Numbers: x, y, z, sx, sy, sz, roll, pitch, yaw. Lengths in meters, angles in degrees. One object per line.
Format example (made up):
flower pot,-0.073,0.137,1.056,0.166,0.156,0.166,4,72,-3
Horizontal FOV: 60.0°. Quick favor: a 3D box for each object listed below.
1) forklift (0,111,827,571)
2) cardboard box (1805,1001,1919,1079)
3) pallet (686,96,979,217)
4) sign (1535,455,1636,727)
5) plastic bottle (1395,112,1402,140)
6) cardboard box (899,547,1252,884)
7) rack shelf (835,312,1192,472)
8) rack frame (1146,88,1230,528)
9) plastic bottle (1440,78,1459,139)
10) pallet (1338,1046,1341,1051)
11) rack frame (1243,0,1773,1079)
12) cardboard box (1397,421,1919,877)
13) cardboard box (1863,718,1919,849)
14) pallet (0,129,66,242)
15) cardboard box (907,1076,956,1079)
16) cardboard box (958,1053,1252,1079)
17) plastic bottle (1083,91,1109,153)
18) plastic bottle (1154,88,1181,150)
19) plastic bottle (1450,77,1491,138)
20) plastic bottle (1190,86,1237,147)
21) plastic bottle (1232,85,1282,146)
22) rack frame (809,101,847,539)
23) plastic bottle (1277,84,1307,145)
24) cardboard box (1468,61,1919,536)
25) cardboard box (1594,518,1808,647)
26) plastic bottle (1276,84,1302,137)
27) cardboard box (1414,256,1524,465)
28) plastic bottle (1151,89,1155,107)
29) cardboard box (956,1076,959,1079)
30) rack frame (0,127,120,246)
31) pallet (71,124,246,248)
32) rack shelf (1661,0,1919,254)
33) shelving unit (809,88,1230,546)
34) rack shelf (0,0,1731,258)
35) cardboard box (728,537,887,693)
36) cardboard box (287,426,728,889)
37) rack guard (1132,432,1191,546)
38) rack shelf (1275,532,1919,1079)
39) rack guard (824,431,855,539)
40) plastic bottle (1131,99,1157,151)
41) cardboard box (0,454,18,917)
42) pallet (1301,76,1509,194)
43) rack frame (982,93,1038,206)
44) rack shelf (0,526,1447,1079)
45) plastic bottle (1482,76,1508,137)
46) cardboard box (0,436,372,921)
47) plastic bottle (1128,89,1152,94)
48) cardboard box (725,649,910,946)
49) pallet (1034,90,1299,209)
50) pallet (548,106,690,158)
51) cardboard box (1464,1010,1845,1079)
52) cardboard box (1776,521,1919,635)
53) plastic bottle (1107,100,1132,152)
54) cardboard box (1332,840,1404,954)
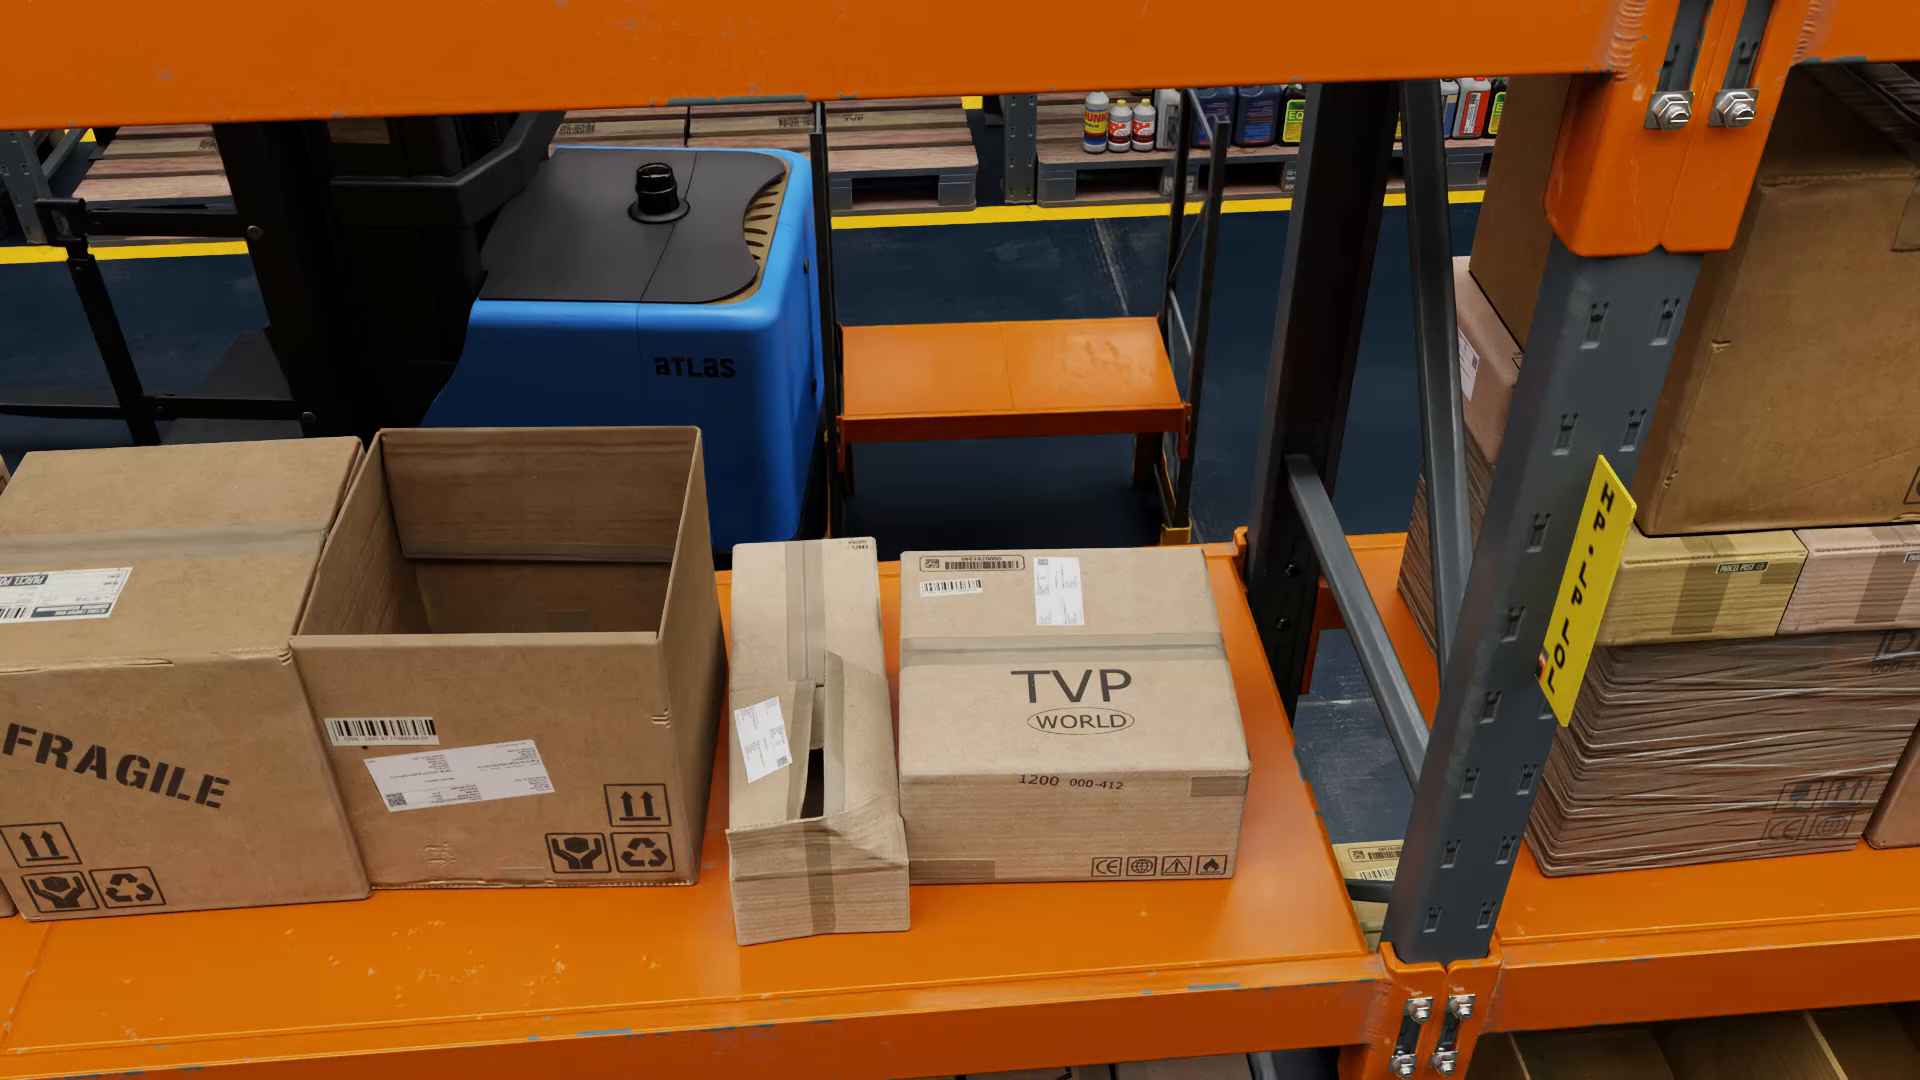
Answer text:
forklift,-1.952,-1.228,4.440,3.031,2.935,1.130,1,38,2
cardboard box,1.631,0.906,2.955,0.500,0.500,0.500,-3,38,-4
pallet,-0.570,-1.744,7.290,1.213,0.211,1.003,-3,38,-4
sign,0.702,0.062,1.879,0.005,0.325,0.100,-3,38,-4
plastic bottle,1.847,-1.870,6.982,0.185,0.351,0.144,-2,38,-2
cardboard box,0.158,0.264,2.615,0.500,0.250,0.500,-1,38,-1
rack shelf,0.136,-0.444,4.893,1.000,0.185,0.538,-2,38,-3
rack frame,0.644,-0.605,4.806,0.032,1.500,0.500,-2,38,-3
plastic bottle,2.011,-1.853,7.020,0.135,0.276,0.152,-4,38,-5
pallet,1.440,1.228,3.523,1.213,0.211,1.003,-3,38,-4
rack frame,0.644,0.151,2.637,0.127,3.000,1.000,-3,38,-4
cardboard box,1.086,0.083,2.642,0.500,0.500,0.700,-4,38,-5
cardboard box,1.610,0.050,2.684,0.500,0.500,0.700,-4,38,-4
pallet,-4.557,-1.522,7.009,1.213,0.211,1.003,-3,38,-4
cardboard box,-0.252,1.077,2.892,0.500,0.311,0.500,-2,38,-3
cardboard box,0.266,1.044,2.933,0.500,0.311,0.500,-3,38,-4
plastic bottle,0.565,-1.754,6.899,0.097,0.271,0.097,0,38,0
plastic bottle,0.885,-1.791,6.942,0.135,0.276,0.152,-2,38,-2
plastic bottle,2.149,-1.860,7.030,0.135,0.276,0.152,-3,38,-4
plastic bottle,1.050,-1.827,6.927,0.185,0.351,0.144,-2,38,-3
plastic bottle,1.238,-1.837,6.940,0.185,0.351,0.144,-5,39,-6
rack frame,-0.371,-0.566,4.757,0.032,1.500,0.500,-2,38,-3
plastic bottle,1.406,-1.794,6.940,0.133,0.283,0.061,-2,38,-2
cardboard box,1.086,-0.426,2.240,0.500,0.500,0.700,-3,38,-4
cardboard box,0.929,-0.038,2.273,0.250,0.149,0.380,-3,38,-4
plastic bottle,1.381,-1.837,7.004,0.097,0.271,0.097,0,38,0
cardboard box,0.896,-0.290,2.592,0.250,0.149,0.380,-3,38,-4
plastic bottle,0.875,-1.859,7.022,0.133,0.283,0.061,-3,38,-4
cardboard box,0.257,1.267,3.103,0.500,0.250,0.500,-3,38,-4
rack frame,-3.775,-2.686,6.233,0.127,3.000,1.000,-3,38,-4
pallet,-3.000,-1.610,7.120,1.213,0.211,1.003,-3,38,-4
rack shelf,2.636,-0.854,2.070,4.000,0.370,1.077,-3,38,-4
shelving unit,0.127,-0.585,4.781,1.083,1.500,0.587,-2,38,-3
rack shelf,-1.348,-0.635,1.792,4.000,0.370,1.077,-3,38,-4
cardboard box,-0.257,0.172,2.813,0.250,0.149,0.380,-3,38,-4
cardboard box,-0.647,0.173,2.529,0.500,0.500,0.500,-1,38,-1
rack guard,0.624,-0.114,5.192,0.087,0.250,0.587,-2,38,-3
rack shelf,2.636,0.324,2.999,4.000,0.370,1.077,-3,38,-4
rack guard,-0.370,-0.076,5.144,0.087,0.250,0.587,-2,38,-3
plastic bottle,0.768,-1.738,6.935,0.097,0.201,0.097,0,38,0
cardboard box,-1.670,0.229,2.458,0.500,0.500,0.500,-5,39,-6
pallet,2.100,-1.891,7.476,1.213,0.211,1.003,-3,38,-4
rack frame,0.209,-2.906,6.511,0.127,3.000,1.000,-3,38,-4
rack shelf,-1.348,0.543,2.721,4.000,0.370,1.077,-3,38,-4
plastic bottle,2.288,-1.842,7.001,0.133,0.283,0.061,-2,38,-3
cardboard box,-1.146,0.200,2.494,0.500,0.500,0.500,-3,38,-4
plastic bottle,0.838,-2.163,7.353,0.185,0.351,0.144,-3,38,-4
cardboard box,-0.215,0.365,2.474,0.258,0.266,0.396,-4,38,-5
pallet,0.882,-1.822,7.389,1.213,0.211,1.003,-3,38,-4
pallet,-1.788,-1.675,7.202,1.213,0.211,1.003,-3,38,-4
cardboard box,1.134,0.939,2.914,0.500,0.500,0.500,-3,38,-4
cardboard box,1.179,-0.052,2.290,0.250,0.149,0.380,-3,38,-3
plastic bottle,0.667,-1.732,6.928,0.097,0.201,0.097,0,38,0
cardboard box,1.087,0.905,3.562,0.500,0.250,0.500,-3,38,-4
